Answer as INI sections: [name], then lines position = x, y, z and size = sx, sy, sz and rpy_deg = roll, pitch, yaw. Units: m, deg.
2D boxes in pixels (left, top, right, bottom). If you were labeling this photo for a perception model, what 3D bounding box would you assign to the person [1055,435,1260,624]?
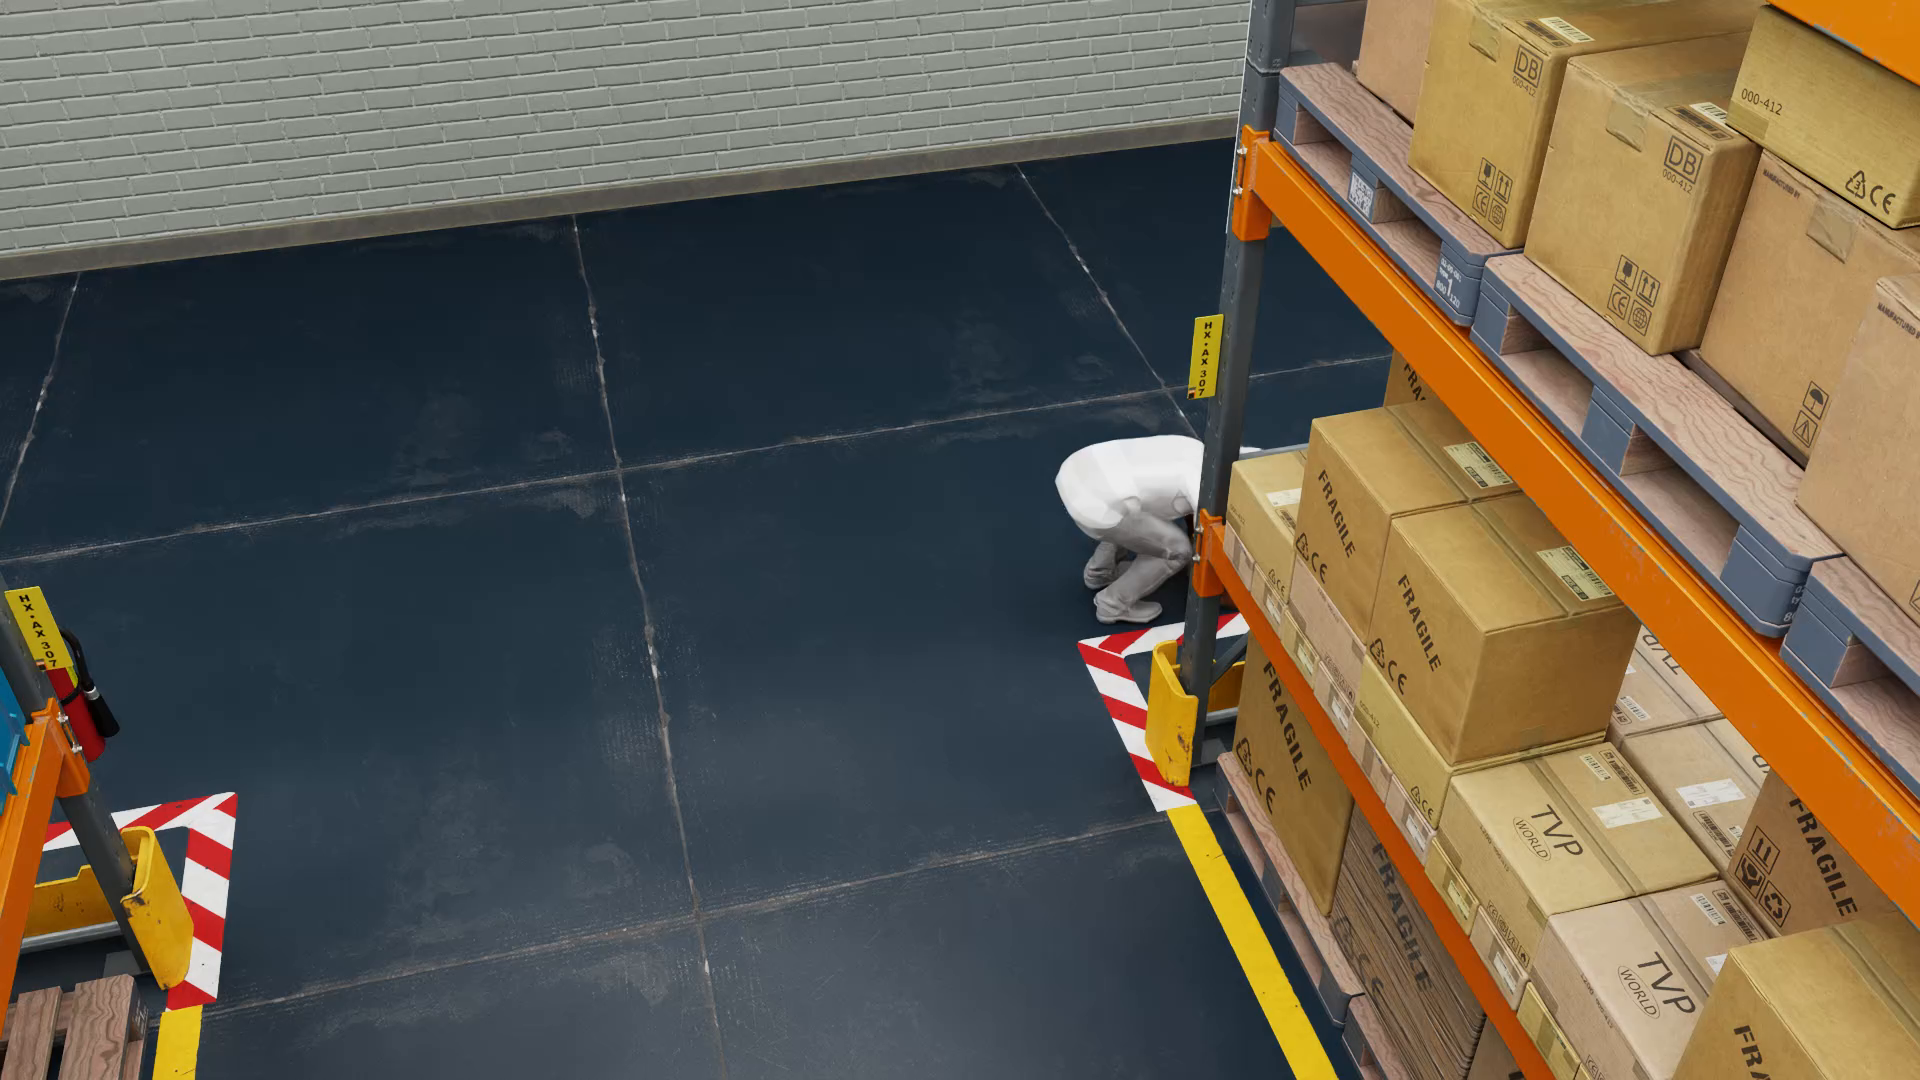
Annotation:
[person]
position = 0.920, -0.083, 7.555
size = 0.980, 0.874, 0.513
rpy_deg = -7, 39, -9
